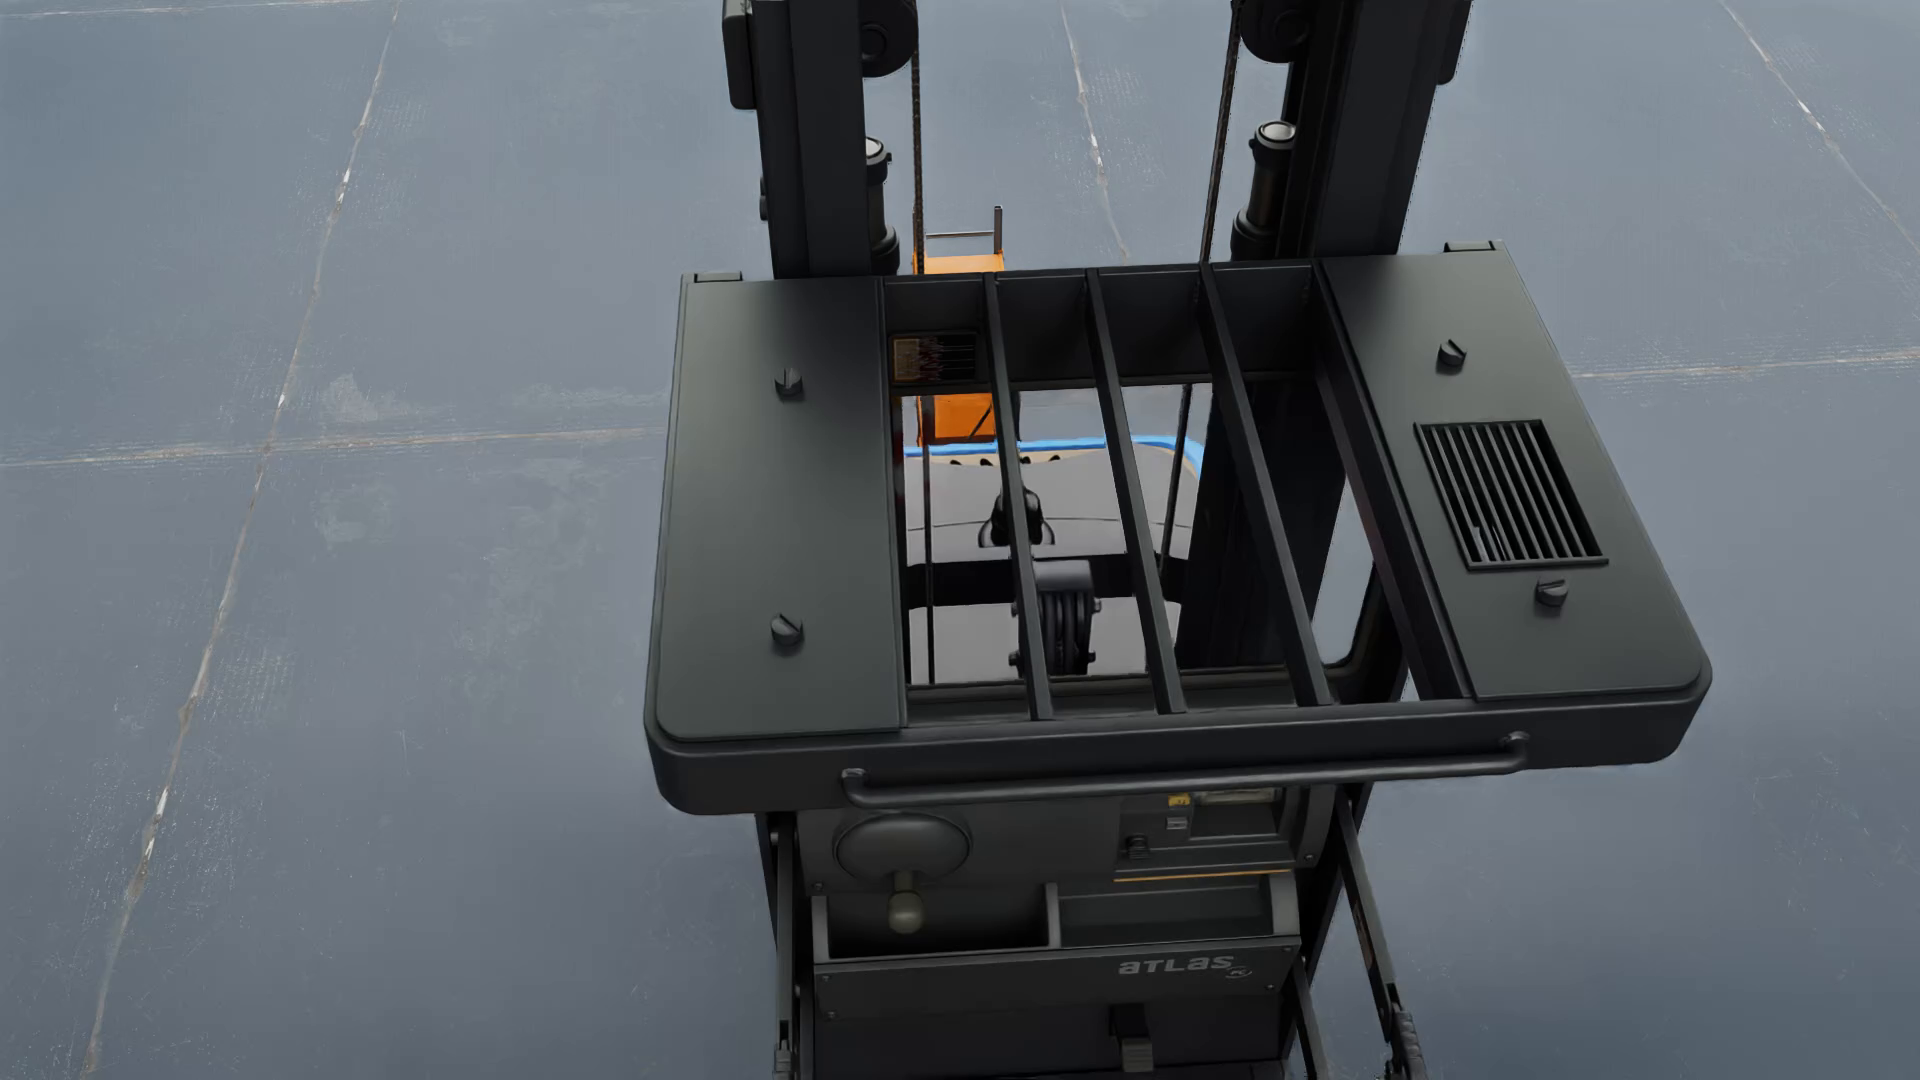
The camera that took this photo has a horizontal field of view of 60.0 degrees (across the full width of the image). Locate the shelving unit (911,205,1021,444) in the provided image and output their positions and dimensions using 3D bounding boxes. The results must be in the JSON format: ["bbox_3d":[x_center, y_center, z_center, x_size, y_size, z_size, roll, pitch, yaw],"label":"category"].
[{"bbox_3d":[0.014,-0.293,4.701,0.258,1.200,0.503,-3,47,-3],"label":"shelving unit"}]

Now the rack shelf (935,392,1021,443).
[{"bbox_3d":[0.014,-0.400,4.587,0.258,0.148,0.480,-3,47,-3],"label":"rack shelf"}]

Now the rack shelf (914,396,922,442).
[{"bbox_3d":[0.014,-0.247,4.750,0.258,0.148,0.480,-3,47,-3],"label":"rack shelf"}]

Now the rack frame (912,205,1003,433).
[{"bbox_3d":[-0.007,-0.469,4.868,0.240,1.200,0.015,-3,47,-3],"label":"rack frame"}]

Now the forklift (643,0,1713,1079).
[{"bbox_3d":[0.200,0.557,2.704,1.130,2.935,3.031,-3,47,-3],"label":"forklift"}]

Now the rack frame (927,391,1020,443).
[{"bbox_3d":[0.034,-0.116,4.534,0.240,1.200,0.015,-3,47,-3],"label":"rack frame"}]

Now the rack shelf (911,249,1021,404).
[{"bbox_3d":[0.014,-0.563,4.416,0.258,0.148,0.480,-3,47,-3],"label":"rack shelf"}]

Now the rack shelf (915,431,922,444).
[{"bbox_3d":[0.014,-0.110,4.894,0.258,0.148,0.480,-3,47,-3],"label":"rack shelf"}]
